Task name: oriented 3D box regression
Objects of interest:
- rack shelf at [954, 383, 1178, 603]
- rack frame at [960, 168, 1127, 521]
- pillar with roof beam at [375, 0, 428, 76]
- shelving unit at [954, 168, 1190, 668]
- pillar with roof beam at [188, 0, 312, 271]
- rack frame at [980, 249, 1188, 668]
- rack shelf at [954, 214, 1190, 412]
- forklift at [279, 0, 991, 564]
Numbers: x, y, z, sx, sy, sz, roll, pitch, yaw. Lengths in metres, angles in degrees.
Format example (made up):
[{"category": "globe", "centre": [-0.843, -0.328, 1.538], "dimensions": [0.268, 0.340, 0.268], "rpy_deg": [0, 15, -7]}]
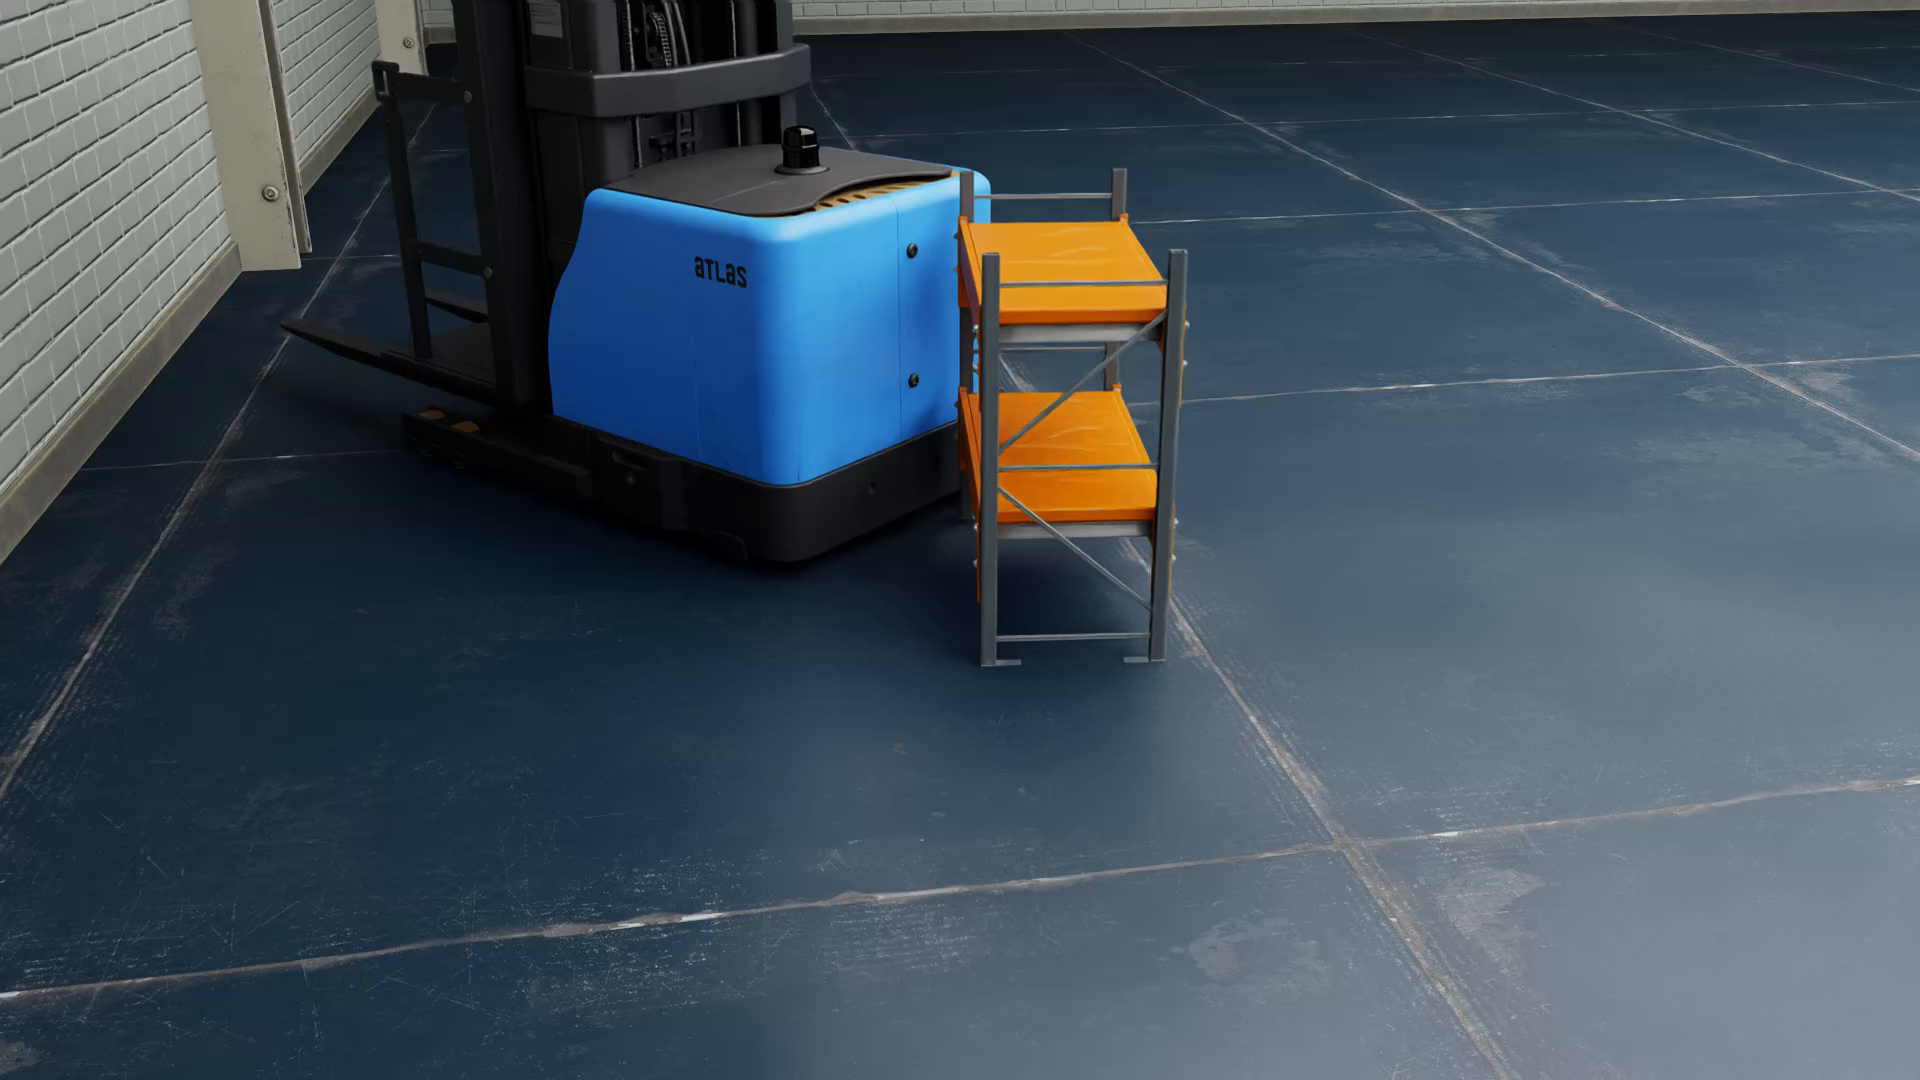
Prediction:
[{"category": "rack shelf", "centre": [0.276, -0.163, 4.828], "dimensions": [0.538, 0.278, 1.000], "rpy_deg": [-1, 24, -3]}, {"category": "rack frame", "centre": [0.249, -0.590, 5.195], "dimensions": [0.500, 1.125, 0.032], "rpy_deg": [-1, 24, -3]}, {"category": "pillar with roof beam", "centre": [-0.398, -8.237, 12.867], "dimensions": [9.100, 9.000, 0.400], "rpy_deg": [-4, 24, -10]}, {"category": "shelving unit", "centre": [0.276, -0.387, 4.730], "dimensions": [0.538, 1.125, 1.048], "rpy_deg": [-1, 24, -3]}, {"category": "pillar with roof beam", "centre": [0.712, -5.877, 7.464], "dimensions": [9.100, 9.000, 0.400], "rpy_deg": [-4, 24, -10]}, {"category": "rack frame", "centre": [0.304, -0.184, 4.265], "dimensions": [0.500, 1.125, 0.032], "rpy_deg": [-1, 24, -3]}, {"category": "rack shelf", "centre": [0.276, -0.655, 4.613], "dimensions": [0.538, 0.278, 1.000], "rpy_deg": [-1, 24, -3]}, {"category": "forklift", "centre": [-1.353, -1.737, 5.565], "dimensions": [3.031, 2.935, 1.130], "rpy_deg": [18, 29, 35]}]
